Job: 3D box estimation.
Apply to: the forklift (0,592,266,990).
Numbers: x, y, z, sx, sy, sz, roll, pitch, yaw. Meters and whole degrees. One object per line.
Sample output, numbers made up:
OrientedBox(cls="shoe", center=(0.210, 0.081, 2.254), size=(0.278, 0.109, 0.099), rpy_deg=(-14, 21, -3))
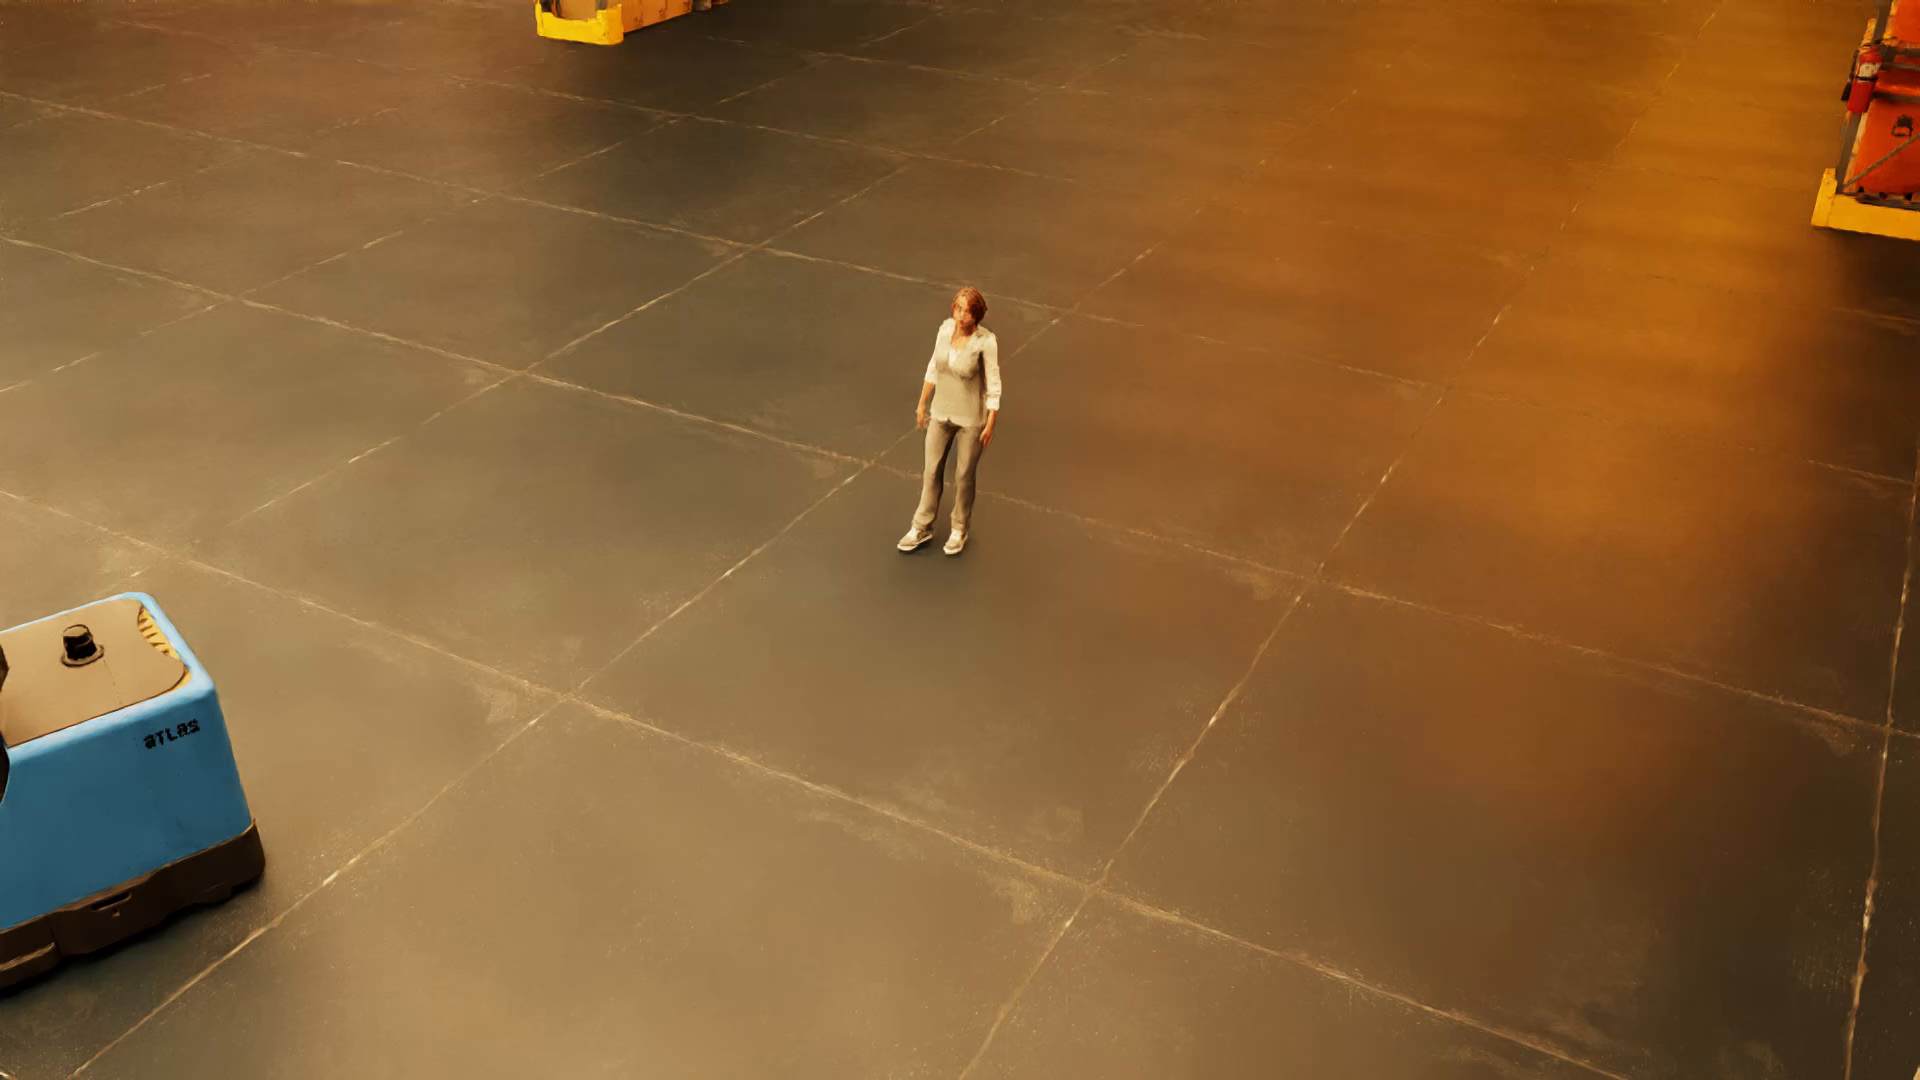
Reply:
OrientedBox(cls="forklift", center=(-4.541, 0.518, 6.172), size=(3.031, 2.935, 1.130), rpy_deg=(-22, 36, -33))

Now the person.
OrientedBox(cls="person", center=(-0.048, -0.662, 9.553), size=(0.521, 1.583, 0.473), rpy_deg=(15, 33, 25))
